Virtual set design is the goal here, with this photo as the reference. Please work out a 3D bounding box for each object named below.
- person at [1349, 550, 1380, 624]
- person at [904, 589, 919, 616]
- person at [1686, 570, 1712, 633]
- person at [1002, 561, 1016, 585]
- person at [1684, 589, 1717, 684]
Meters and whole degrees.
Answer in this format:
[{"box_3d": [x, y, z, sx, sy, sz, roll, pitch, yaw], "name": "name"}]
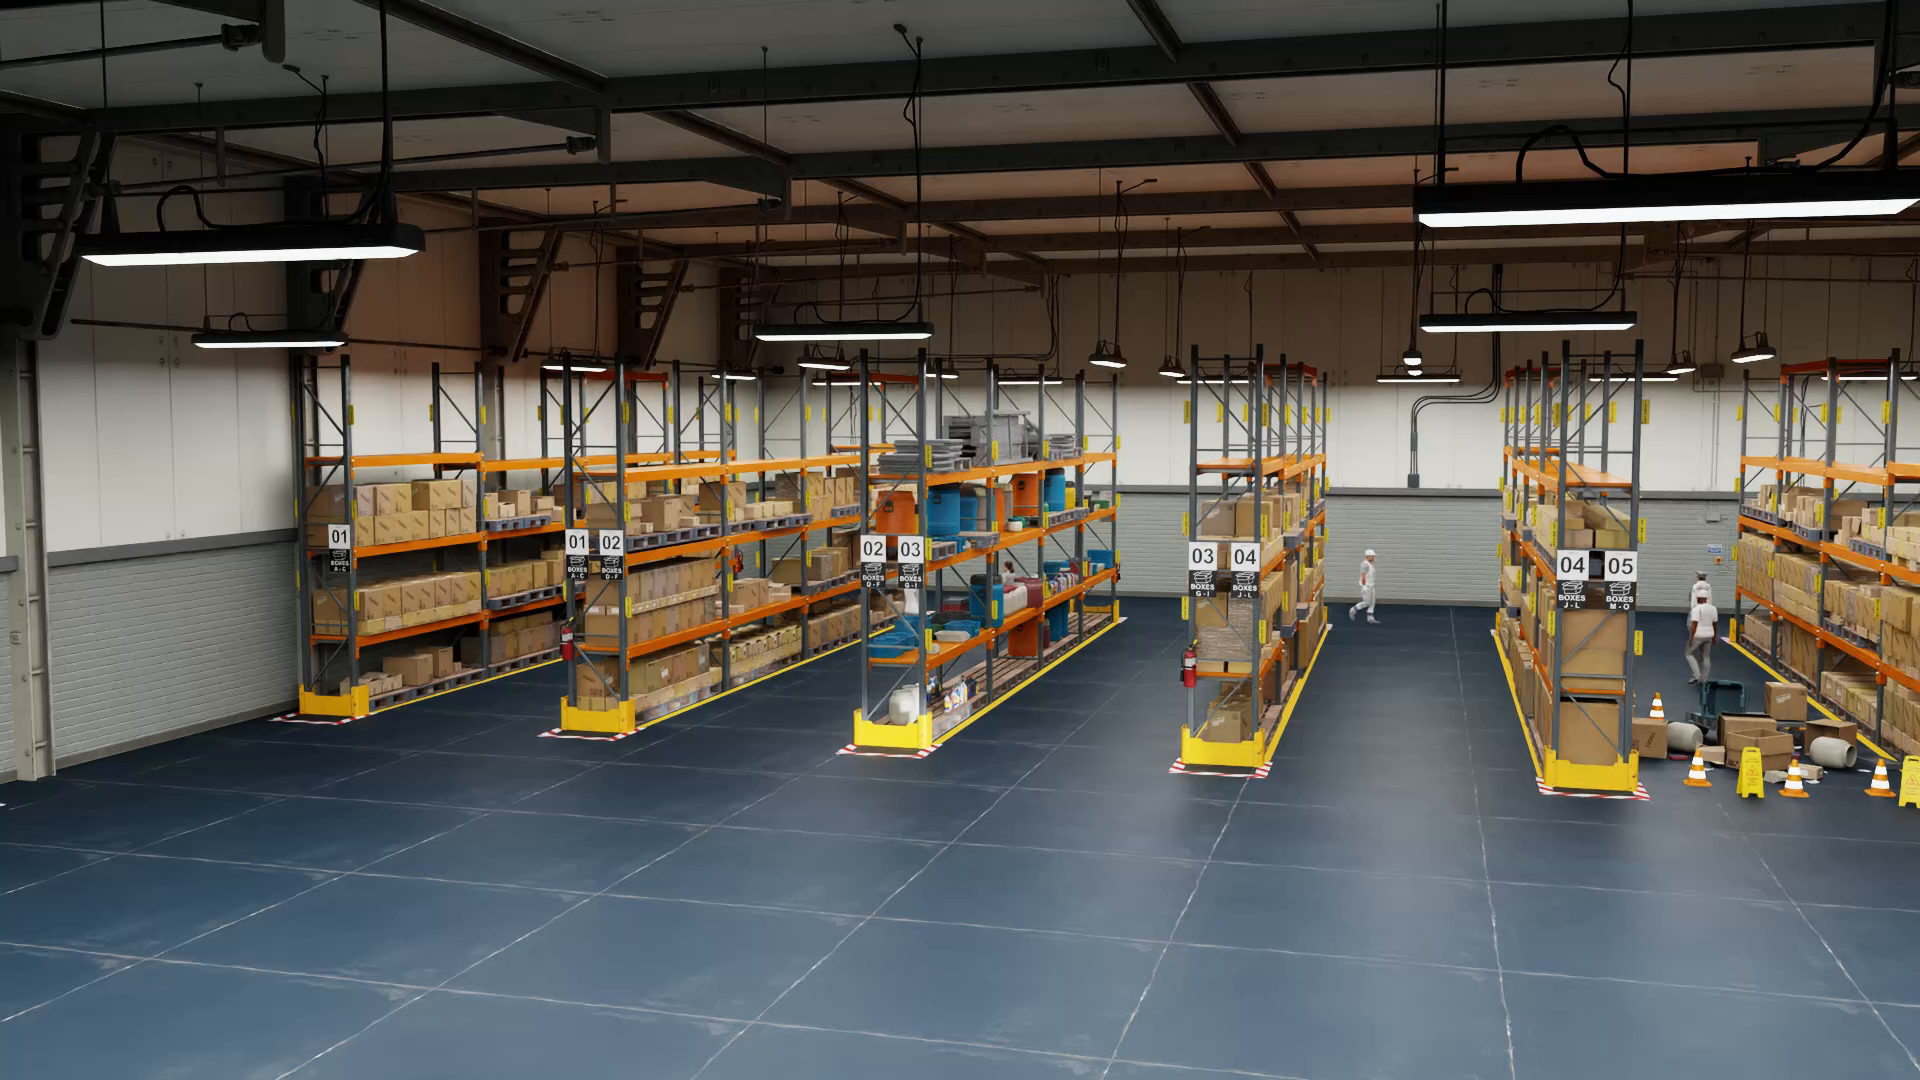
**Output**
[{"box_3d": [9.714, 1.118, 39.873, 0.703, 1.782, 0.612, 3, 5, 32], "name": "person"}, {"box_3d": [-0.973, 1.531, 34.560, 0.487, 1.776, 0.565, -3, 6, -39], "name": "person"}, {"box_3d": [15.910, 1.491, 35.749, 0.521, 1.697, 0.370, -1, 4, -15], "name": "person"}, {"box_3d": [1.085, 1.293, 38.410, 0.458, 1.634, 0.890, -3, 5, -37], "name": "person"}, {"box_3d": [13.791, 1.807, 30.930, 0.612, 1.774, 0.398, -1, 4, -16], "name": "person"}]
